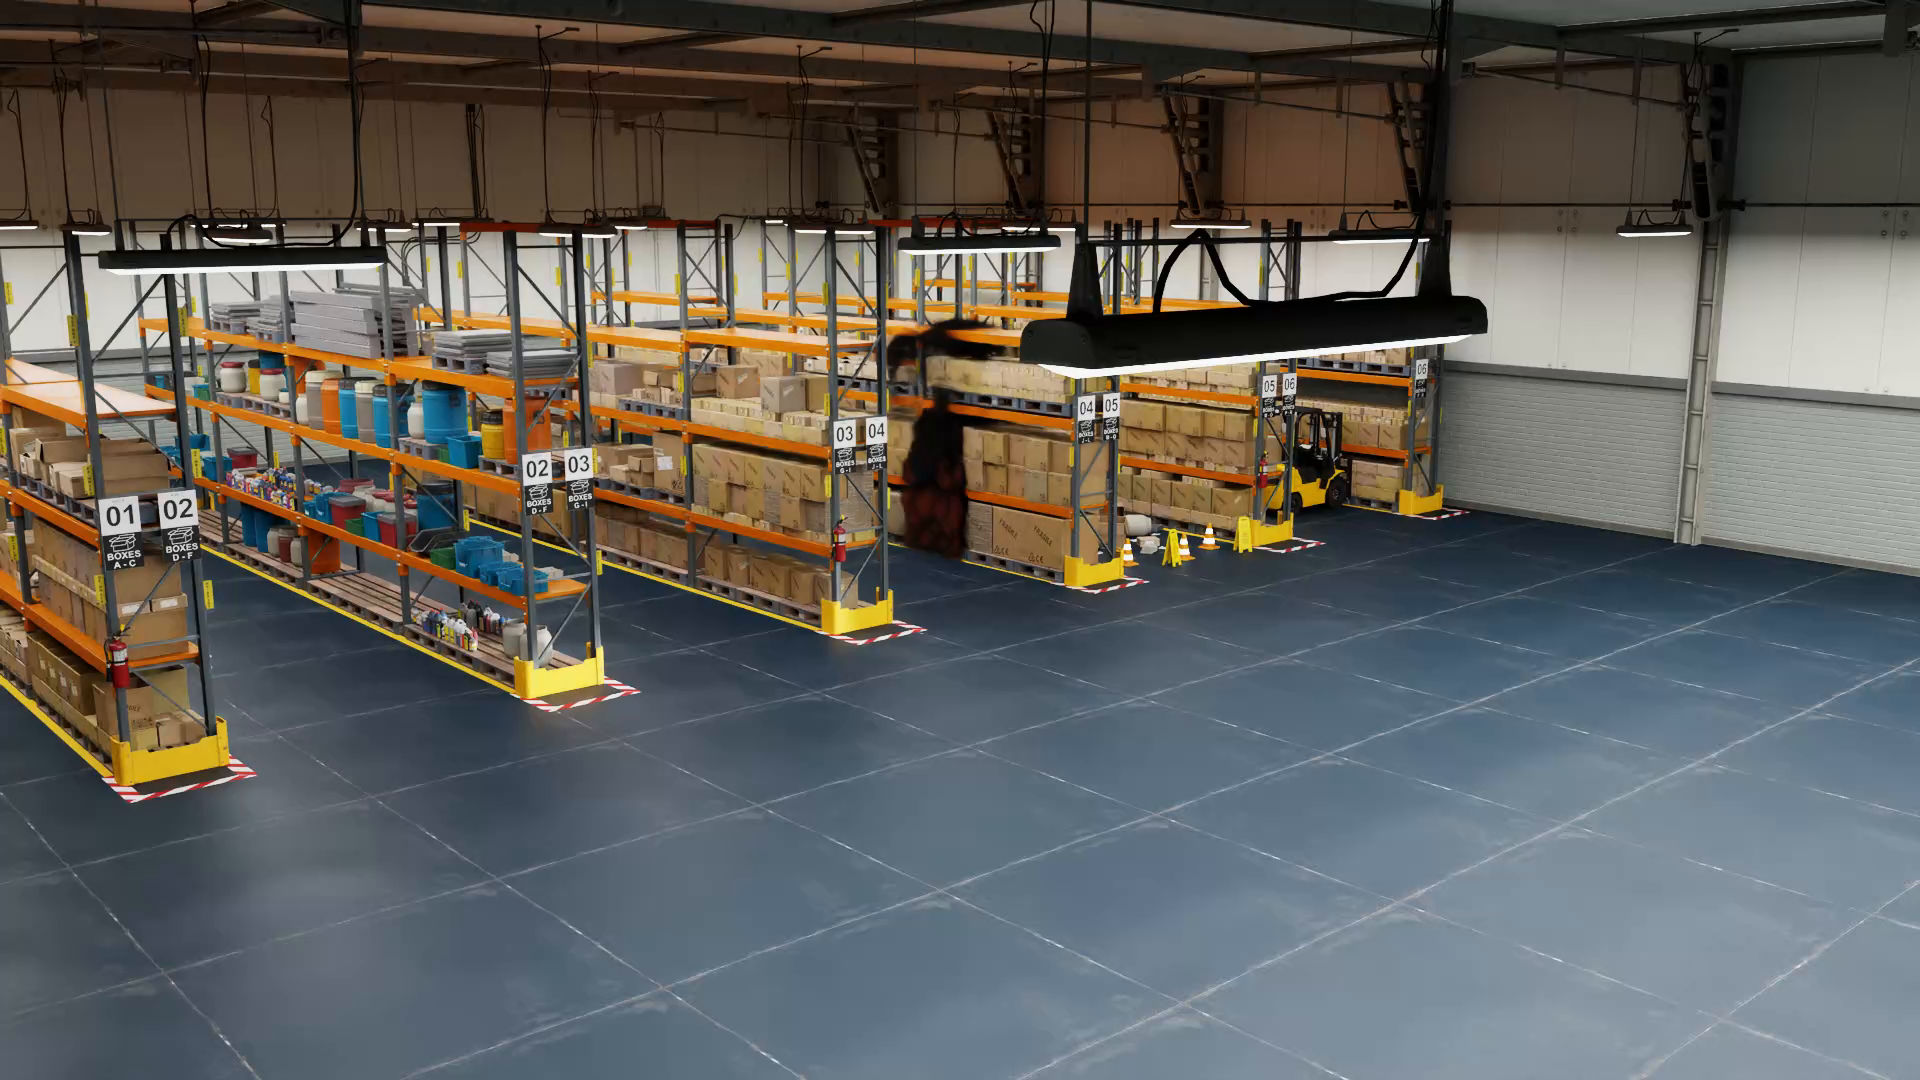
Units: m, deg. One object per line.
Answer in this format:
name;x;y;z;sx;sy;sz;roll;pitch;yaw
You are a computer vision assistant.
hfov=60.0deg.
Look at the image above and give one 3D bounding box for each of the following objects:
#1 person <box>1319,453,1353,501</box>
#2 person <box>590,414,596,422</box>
person;1.836;-1.614;34.674;9.455;1.955;11.900;9;15;39
person;-9.143;-2.593;40.999;0.546;1.527;0.786;6;13;26
